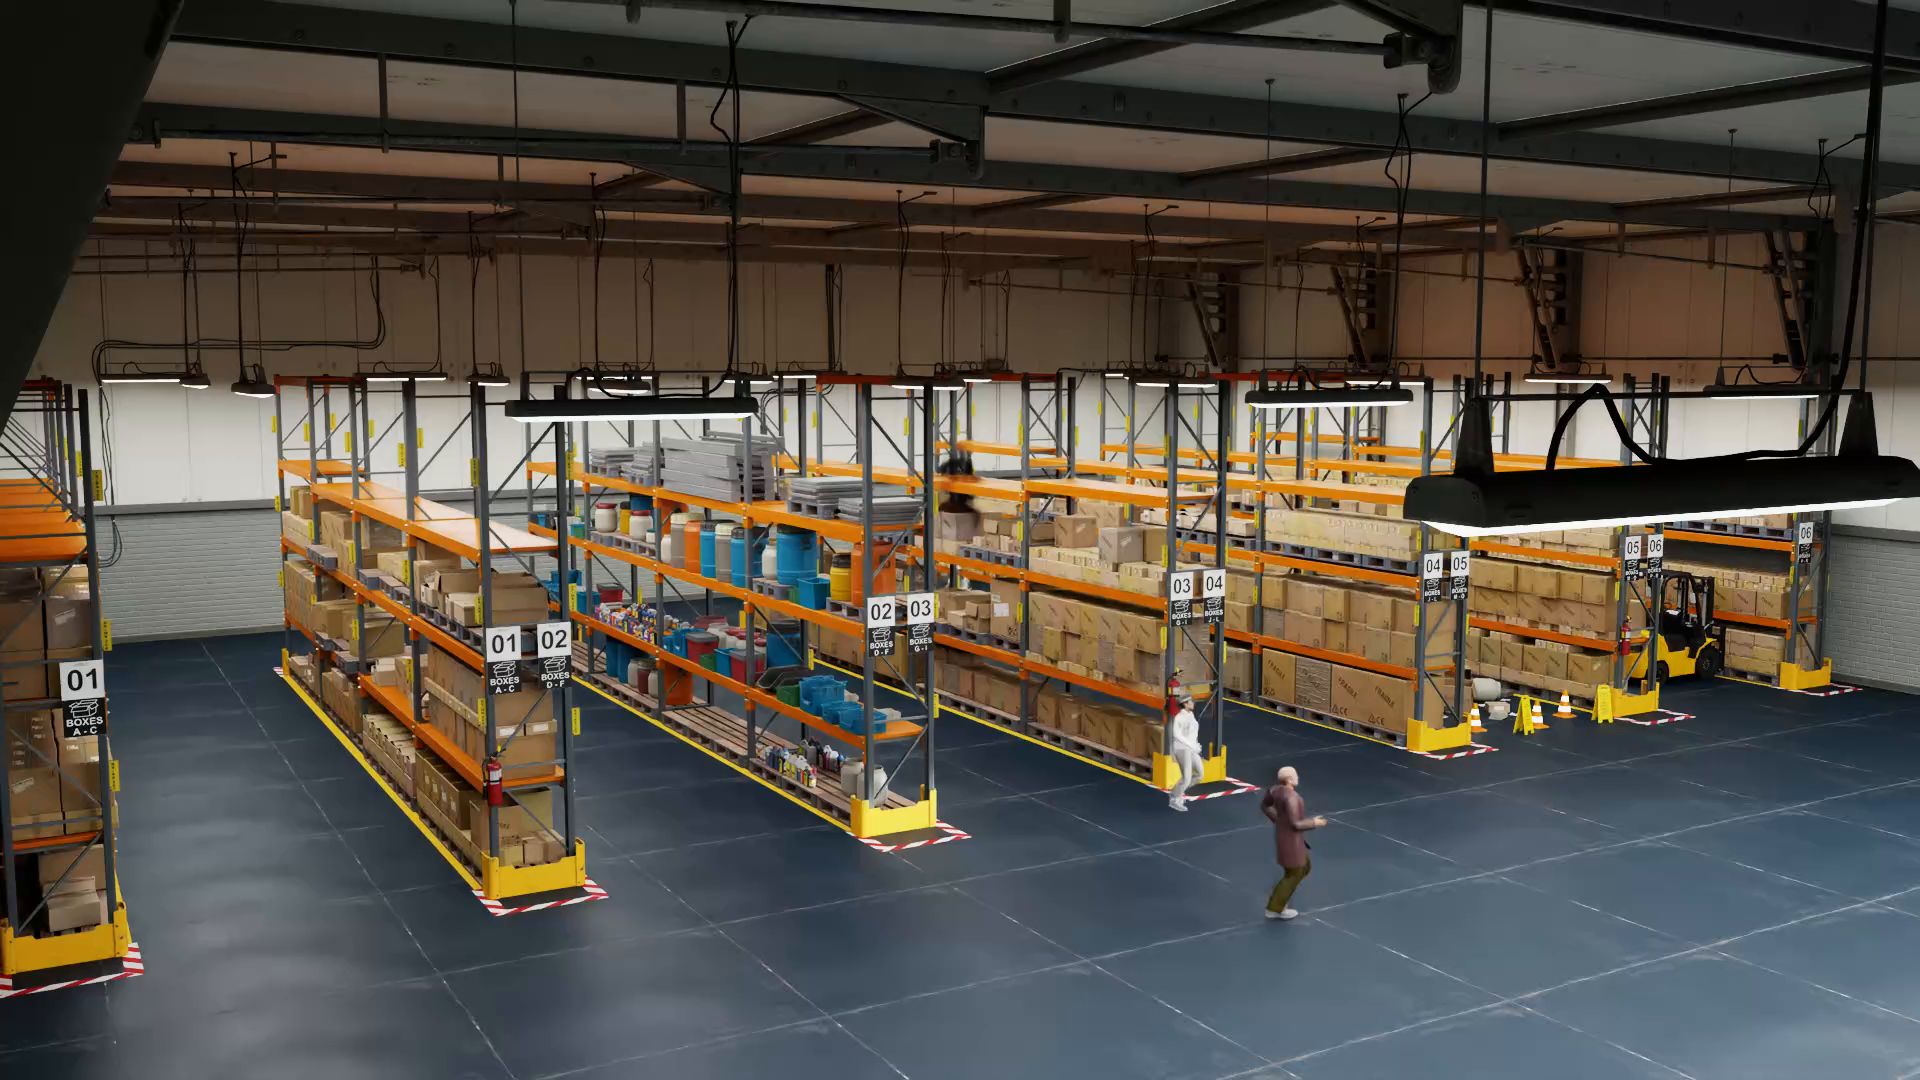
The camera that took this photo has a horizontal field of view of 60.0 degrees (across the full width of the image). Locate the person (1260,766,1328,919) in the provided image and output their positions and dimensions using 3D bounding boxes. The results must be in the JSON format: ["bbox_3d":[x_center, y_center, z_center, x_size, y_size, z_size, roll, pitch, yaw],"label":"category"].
[{"bbox_3d":[3.774,3.410,18.758,0.672,1.762,0.694,0,6,-5],"label":"person"}]

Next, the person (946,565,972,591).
[{"bbox_3d":[-0.019,1.417,37.132,0.663,1.739,0.540,-3,7,-22],"label":"person"}]

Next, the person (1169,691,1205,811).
[{"bbox_3d":[3.225,2.967,23.412,0.473,1.640,0.691,3,7,29],"label":"person"}]
